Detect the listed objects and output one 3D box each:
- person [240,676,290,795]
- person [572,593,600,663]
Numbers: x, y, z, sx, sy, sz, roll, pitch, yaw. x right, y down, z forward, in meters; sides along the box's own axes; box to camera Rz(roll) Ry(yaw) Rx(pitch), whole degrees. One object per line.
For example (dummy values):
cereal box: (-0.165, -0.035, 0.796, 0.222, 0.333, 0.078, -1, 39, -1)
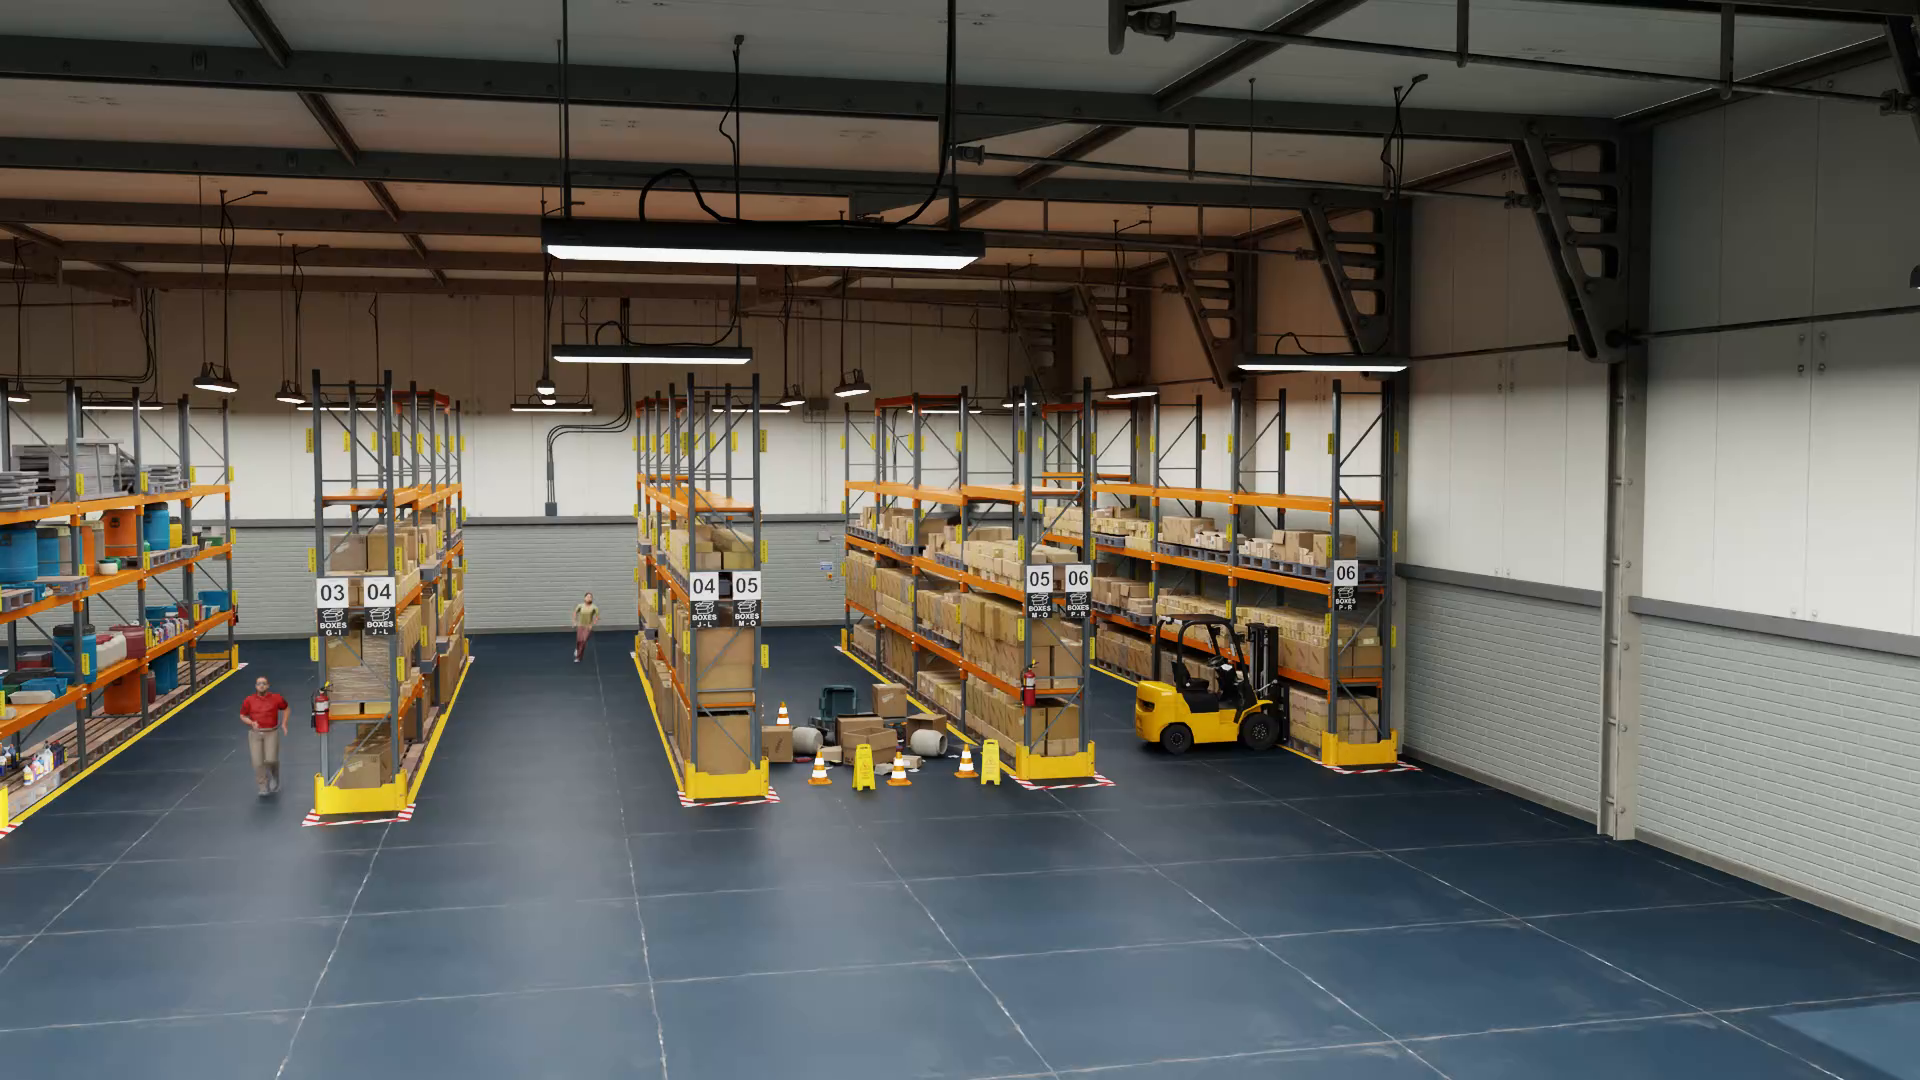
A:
person: (-9.885, 2.823, 23.629, 0.651, 1.618, 0.607, -1, 3, -17)
person: (-8.564, 2.006, 38.064, 0.615, 1.598, 0.526, -1, 3, -9)
